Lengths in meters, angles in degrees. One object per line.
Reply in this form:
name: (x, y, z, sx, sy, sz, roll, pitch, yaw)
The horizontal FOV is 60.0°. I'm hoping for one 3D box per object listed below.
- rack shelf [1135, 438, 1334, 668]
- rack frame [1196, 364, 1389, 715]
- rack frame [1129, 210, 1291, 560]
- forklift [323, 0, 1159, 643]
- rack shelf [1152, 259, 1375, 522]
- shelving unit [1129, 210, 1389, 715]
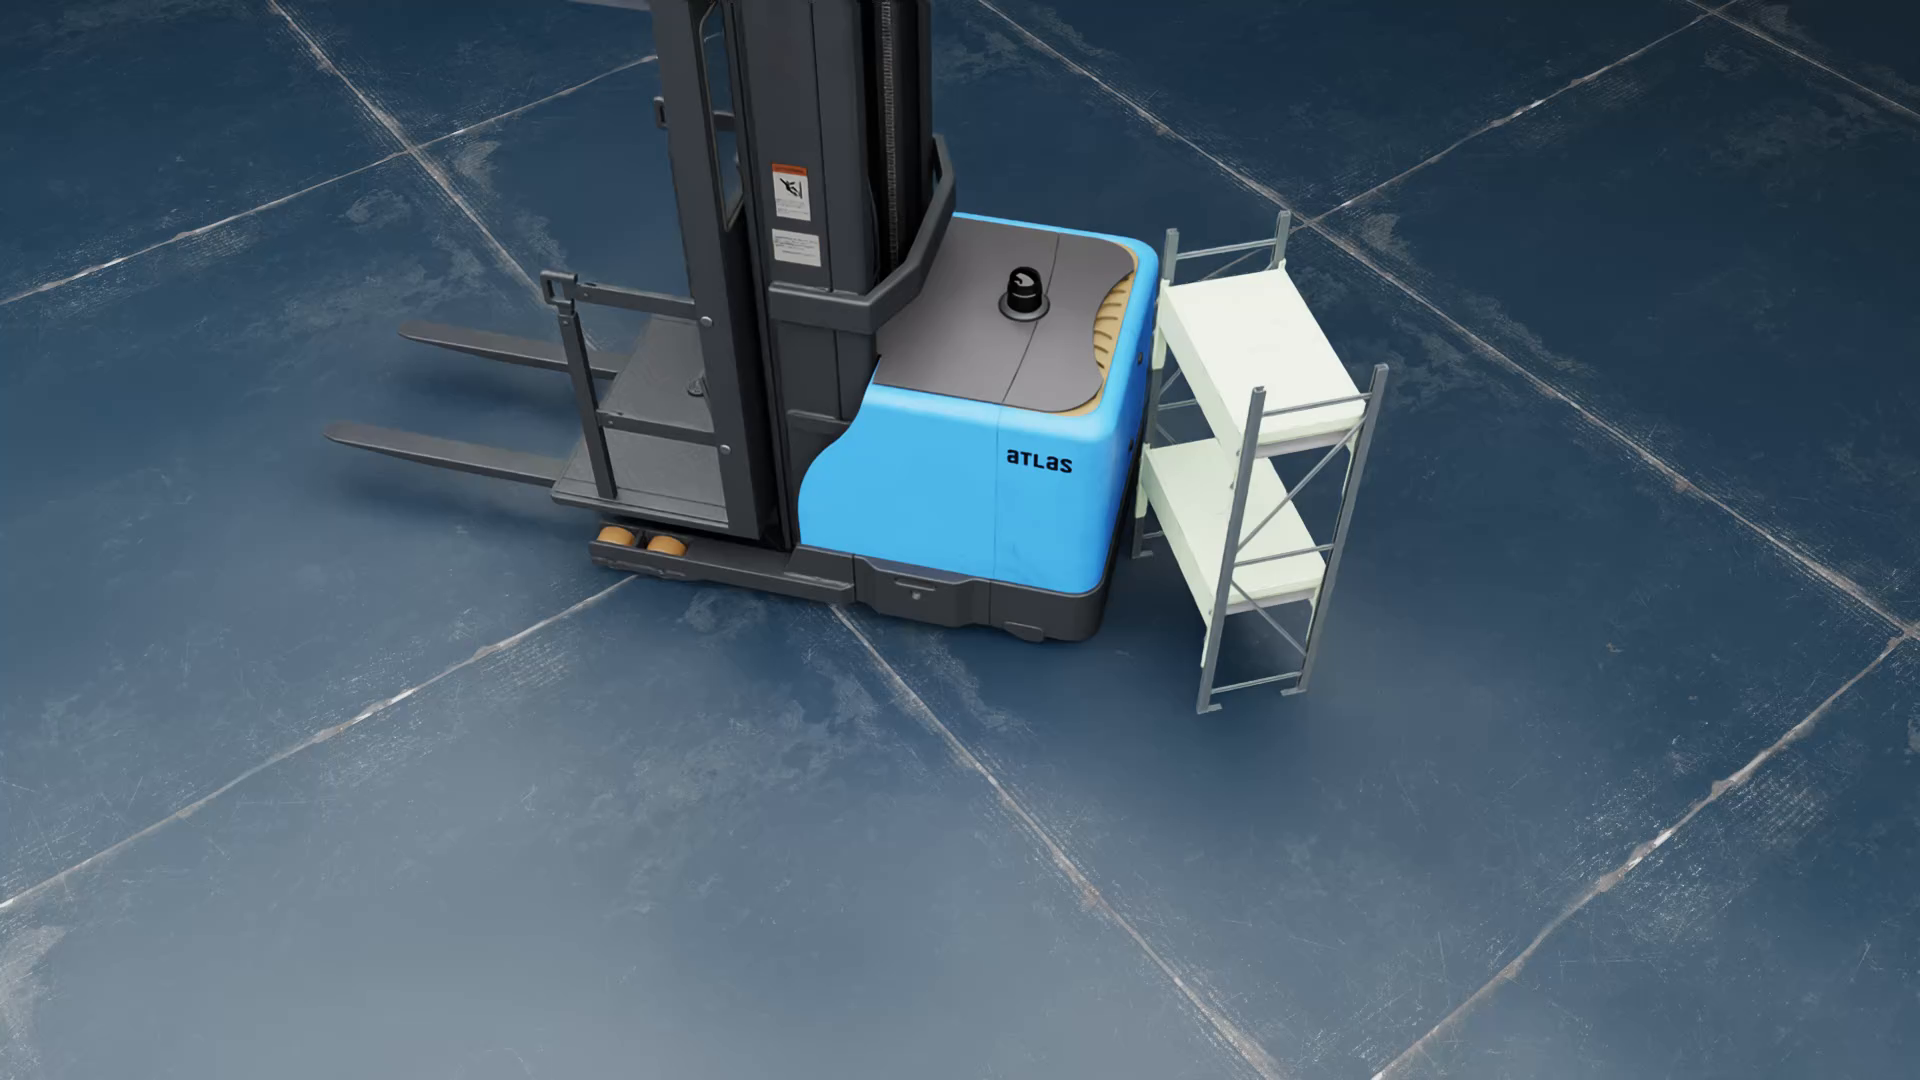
rack shelf: (0.918, 0.008, 5.671, 0.431, 0.370, 0.720, -11, 49, -9)
rack frame: (1.007, 0.052, 5.191, 0.400, 1.500, 0.023, -11, 49, -9)
rack frame: (0.828, -0.474, 5.667, 0.400, 1.500, 0.023, -11, 49, -9)
forklift: (-0.874, -1.210, 5.368, 3.031, 2.935, 1.130, 10, 49, 9)
rack shelf: (0.918, -0.473, 5.140, 0.431, 0.370, 0.720, -11, 49, -9)
shelving unit: (0.918, -0.211, 5.429, 0.431, 1.500, 0.755, -11, 49, -9)
